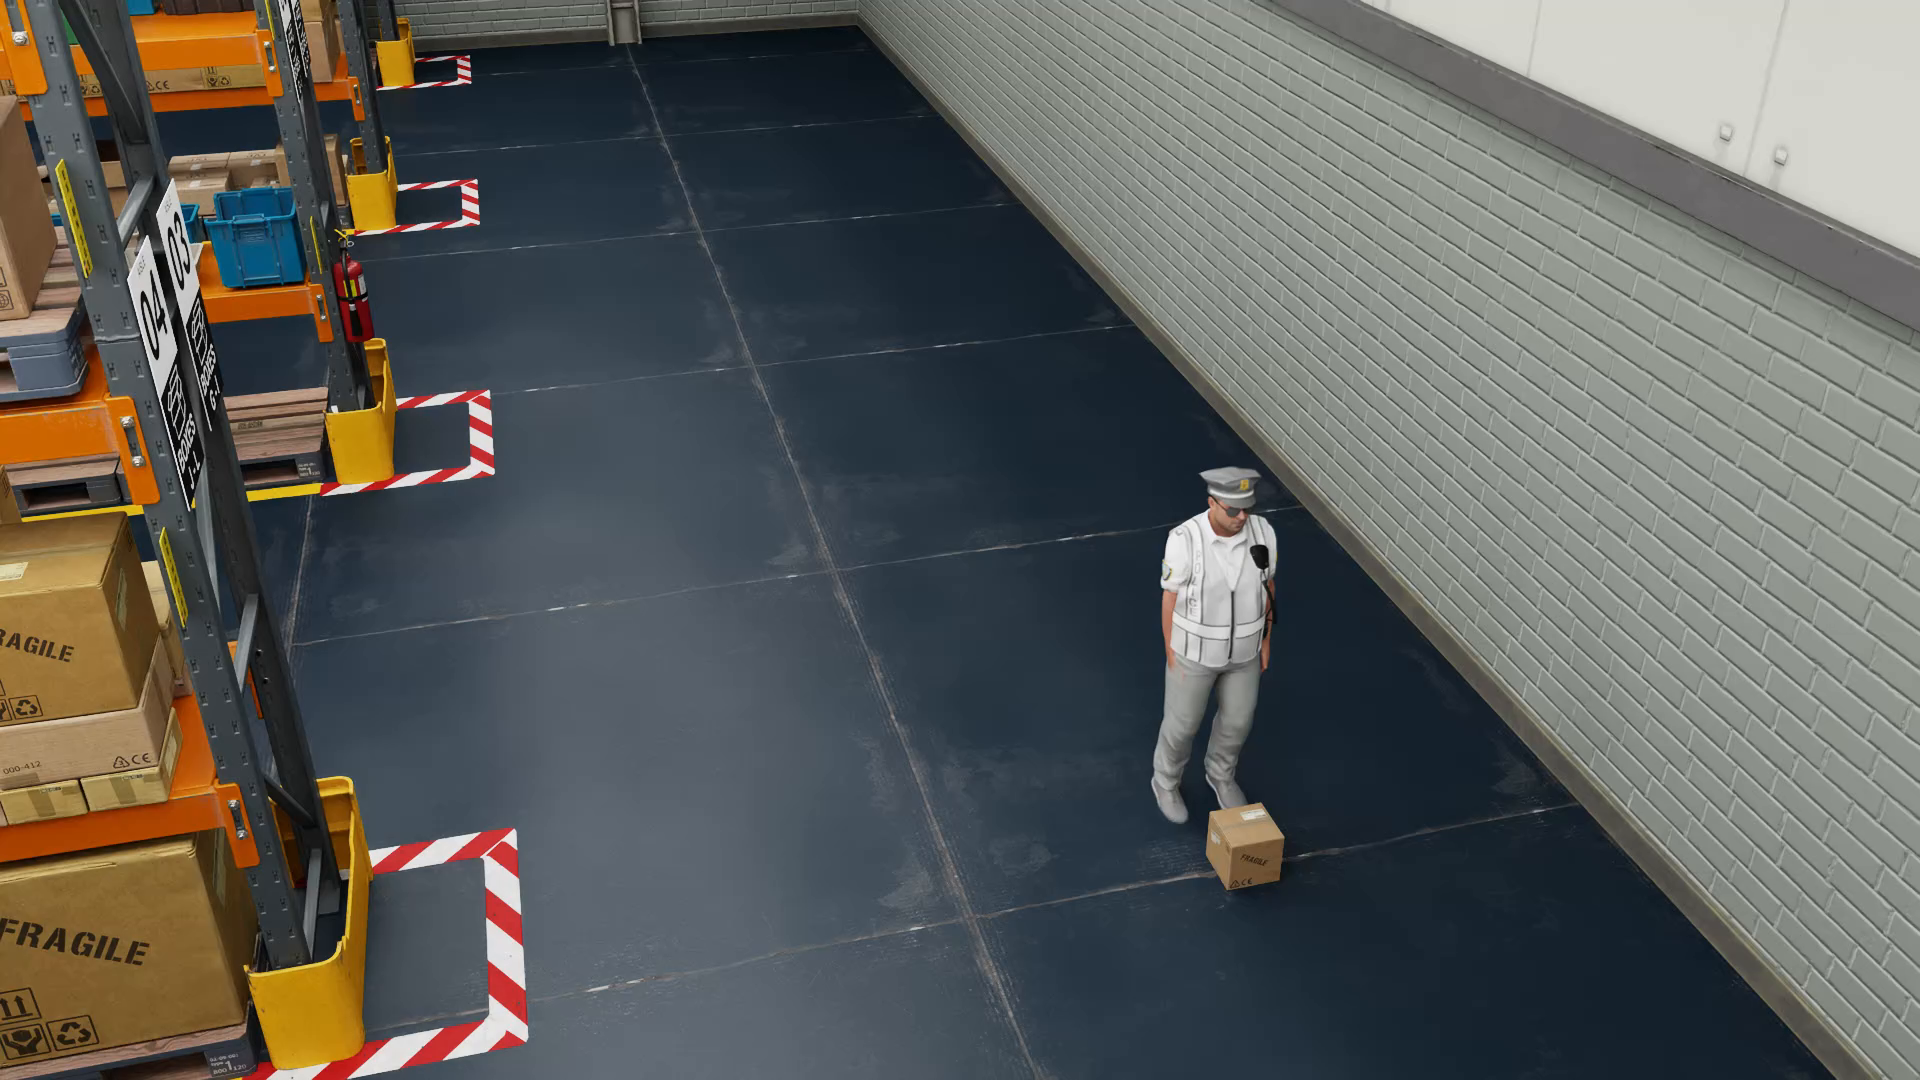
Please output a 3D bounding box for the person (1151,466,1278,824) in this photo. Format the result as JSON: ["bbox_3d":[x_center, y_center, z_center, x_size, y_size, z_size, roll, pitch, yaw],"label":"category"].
[{"bbox_3d":[1.153,0.478,7.433,0.527,1.778,0.393,-7,31,-12],"label":"person"}]
